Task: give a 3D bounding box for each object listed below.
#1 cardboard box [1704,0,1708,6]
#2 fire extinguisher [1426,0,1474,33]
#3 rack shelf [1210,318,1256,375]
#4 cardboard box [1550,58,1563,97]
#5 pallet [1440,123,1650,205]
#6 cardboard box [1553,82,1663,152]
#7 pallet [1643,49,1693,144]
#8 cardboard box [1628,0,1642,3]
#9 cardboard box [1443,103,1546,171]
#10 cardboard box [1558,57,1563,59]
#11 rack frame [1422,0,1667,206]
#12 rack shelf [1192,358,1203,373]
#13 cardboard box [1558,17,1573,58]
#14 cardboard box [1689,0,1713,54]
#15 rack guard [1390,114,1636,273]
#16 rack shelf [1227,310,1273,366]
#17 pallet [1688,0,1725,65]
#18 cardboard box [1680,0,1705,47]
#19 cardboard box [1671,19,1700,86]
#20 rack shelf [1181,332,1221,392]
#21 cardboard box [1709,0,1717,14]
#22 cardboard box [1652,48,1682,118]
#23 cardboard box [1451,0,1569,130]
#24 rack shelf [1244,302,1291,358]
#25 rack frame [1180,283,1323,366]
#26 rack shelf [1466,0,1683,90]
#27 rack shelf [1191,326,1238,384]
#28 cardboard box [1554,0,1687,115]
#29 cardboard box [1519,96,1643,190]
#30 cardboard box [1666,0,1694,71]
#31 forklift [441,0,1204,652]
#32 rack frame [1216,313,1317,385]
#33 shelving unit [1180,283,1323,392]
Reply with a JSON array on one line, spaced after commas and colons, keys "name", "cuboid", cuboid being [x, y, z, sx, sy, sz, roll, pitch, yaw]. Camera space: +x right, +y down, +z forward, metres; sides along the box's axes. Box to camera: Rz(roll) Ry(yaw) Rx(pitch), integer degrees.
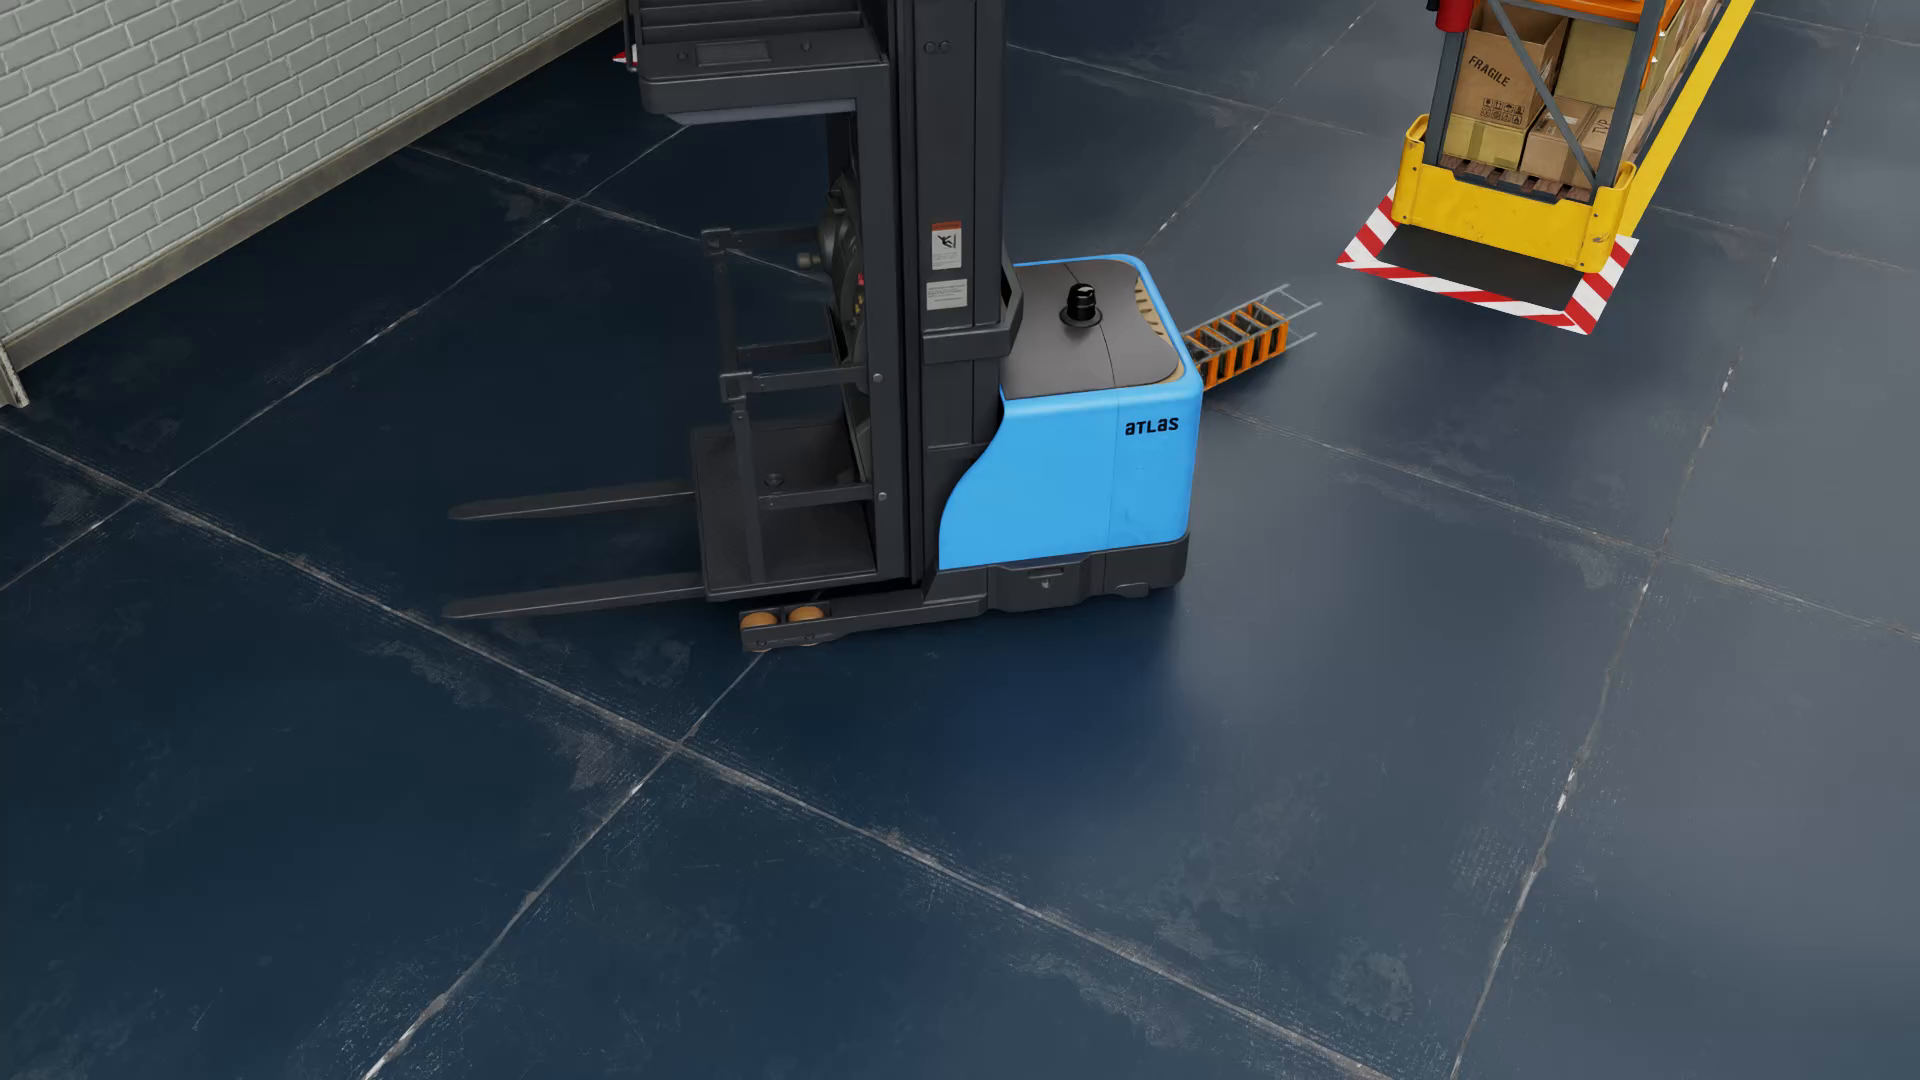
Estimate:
[{"name": "cardboard box", "cuboid": [4.440, -3.625, 10.292, 0.500, 0.500, 0.500, 21, 45, 22]}, {"name": "fire extinguisher", "cuboid": [2.527, -2.893, 8.324, 0.296, 0.674, 0.183, 21, 45, 22]}, {"name": "rack shelf", "cuboid": [1.324, -0.963, 8.196, 0.103, 0.180, 0.258, -27, 48, -28]}, {"name": "cardboard box", "cuboid": [3.240, -2.657, 9.760, 0.500, 0.250, 0.500, 21, 45, 22]}, {"name": "pallet", "cuboid": [3.335, -2.241, 9.635, 1.003, 0.211, 1.213, 21, 45, 22]}, {"name": "cardboard box", "cuboid": [3.696, -2.483, 9.562, 0.500, 0.250, 0.500, 21, 45, 22]}, {"name": "pallet", "cuboid": [3.946, -2.937, 10.425, 1.003, 0.211, 1.213, 21, 45, 22]}, {"name": "cardboard box", "cuboid": [3.233, -3.137, 8.467, 0.700, 0.500, 0.500, 21, 45, 22]}, {"name": "cardboard box", "cuboid": [3.001, -2.366, 9.430, 0.500, 0.250, 0.500, 21, 45, 22]}, {"name": "cardboard box", "cuboid": [3.489, -2.943, 10.085, 0.500, 0.250, 0.500, 21, 45, 22]}, {"name": "rack frame", "cuboid": [2.988, -2.836, 8.201, 1.000, 3.000, 0.127, 21, 45, 22]}, {"name": "rack shelf", "cuboid": [1.040, -0.818, 8.028, 0.103, 0.180, 0.258, -27, 48, -28]}, {"name": "cardboard box", "cuboid": [3.487, -3.226, 9.839, 0.500, 0.500, 0.500, 21, 45, 22]}, {"name": "cardboard box", "cuboid": [4.451, -3.339, 10.535, 0.500, 0.250, 0.500, 21, 45, 22]}, {"name": "rack guard", "cuboid": [2.976, -1.884, 9.012, 1.175, 0.500, 0.348, 21, 45, 22]}, {"name": "rack shelf", "cuboid": [1.419, -1.011, 8.251, 0.103, 0.180, 0.258, -27, 48, -28]}, {"name": "pallet", "cuboid": [4.556, -3.637, 11.221, 1.003, 0.211, 1.213, 21, 45, 22]}, {"name": "cardboard box", "cuboid": [4.202, -3.334, 9.962, 0.500, 0.500, 0.500, 21, 45, 22]}, {"name": "cardboard box", "cuboid": [4.201, -3.053, 10.210, 0.500, 0.250, 0.500, 21, 45, 22]}, {"name": "rack shelf", "cuboid": [1.135, -0.866, 8.084, 0.103, 0.180, 0.258, -27, 48, -28]}, {"name": "cardboard box", "cuboid": [4.688, -3.630, 10.865, 0.500, 0.250, 0.500, 21, 45, 22]}, {"name": "cardboard box", "cuboid": [3.947, -2.768, 9.887, 0.500, 0.250, 0.500, 21, 45, 22]}, {"name": "cardboard box", "cuboid": [2.999, -2.649, 9.183, 0.500, 0.500, 0.500, 21, 45, 22]}, {"name": "rack shelf", "cuboid": [1.514, -1.059, 8.307, 0.103, 0.180, 0.258, -27, 48, -28]}, {"name": "rack frame", "cuboid": [1.265, -1.001, 8.100, 1.200, 0.006, 0.240, -27, 48, -28]}, {"name": "rack shelf", "cuboid": [3.989, -3.711, 9.738, 1.077, 0.370, 4.000, 21, 45, 22]}, {"name": "rack shelf", "cuboid": [1.230, -0.915, 8.140, 0.103, 0.180, 0.258, -27, 48, -28]}, {"name": "cardboard box", "cuboid": [3.698, -2.763, 9.314, 0.500, 0.500, 0.500, 21, 45, 22]}, {"name": "cardboard box", "cuboid": [3.449, -2.195, 9.236, 0.500, 0.250, 0.500, 21, 45, 22]}, {"name": "cardboard box", "cuboid": [3.937, -3.054, 9.643, 0.500, 0.500, 0.500, 21, 45, 22]}, {"name": "forklift", "cuboid": [-0.620, -1.025, 6.197, 3.031, 2.935, 1.130, -7, 42, -8]}, {"name": "rack frame", "cuboid": [1.264, -0.864, 8.221, 1.200, 0.006, 0.240, -27, 48, -28]}, {"name": "shelving unit", "cuboid": [1.265, -0.932, 8.161, 1.200, 0.189, 0.258, -27, 48, -28]}]
